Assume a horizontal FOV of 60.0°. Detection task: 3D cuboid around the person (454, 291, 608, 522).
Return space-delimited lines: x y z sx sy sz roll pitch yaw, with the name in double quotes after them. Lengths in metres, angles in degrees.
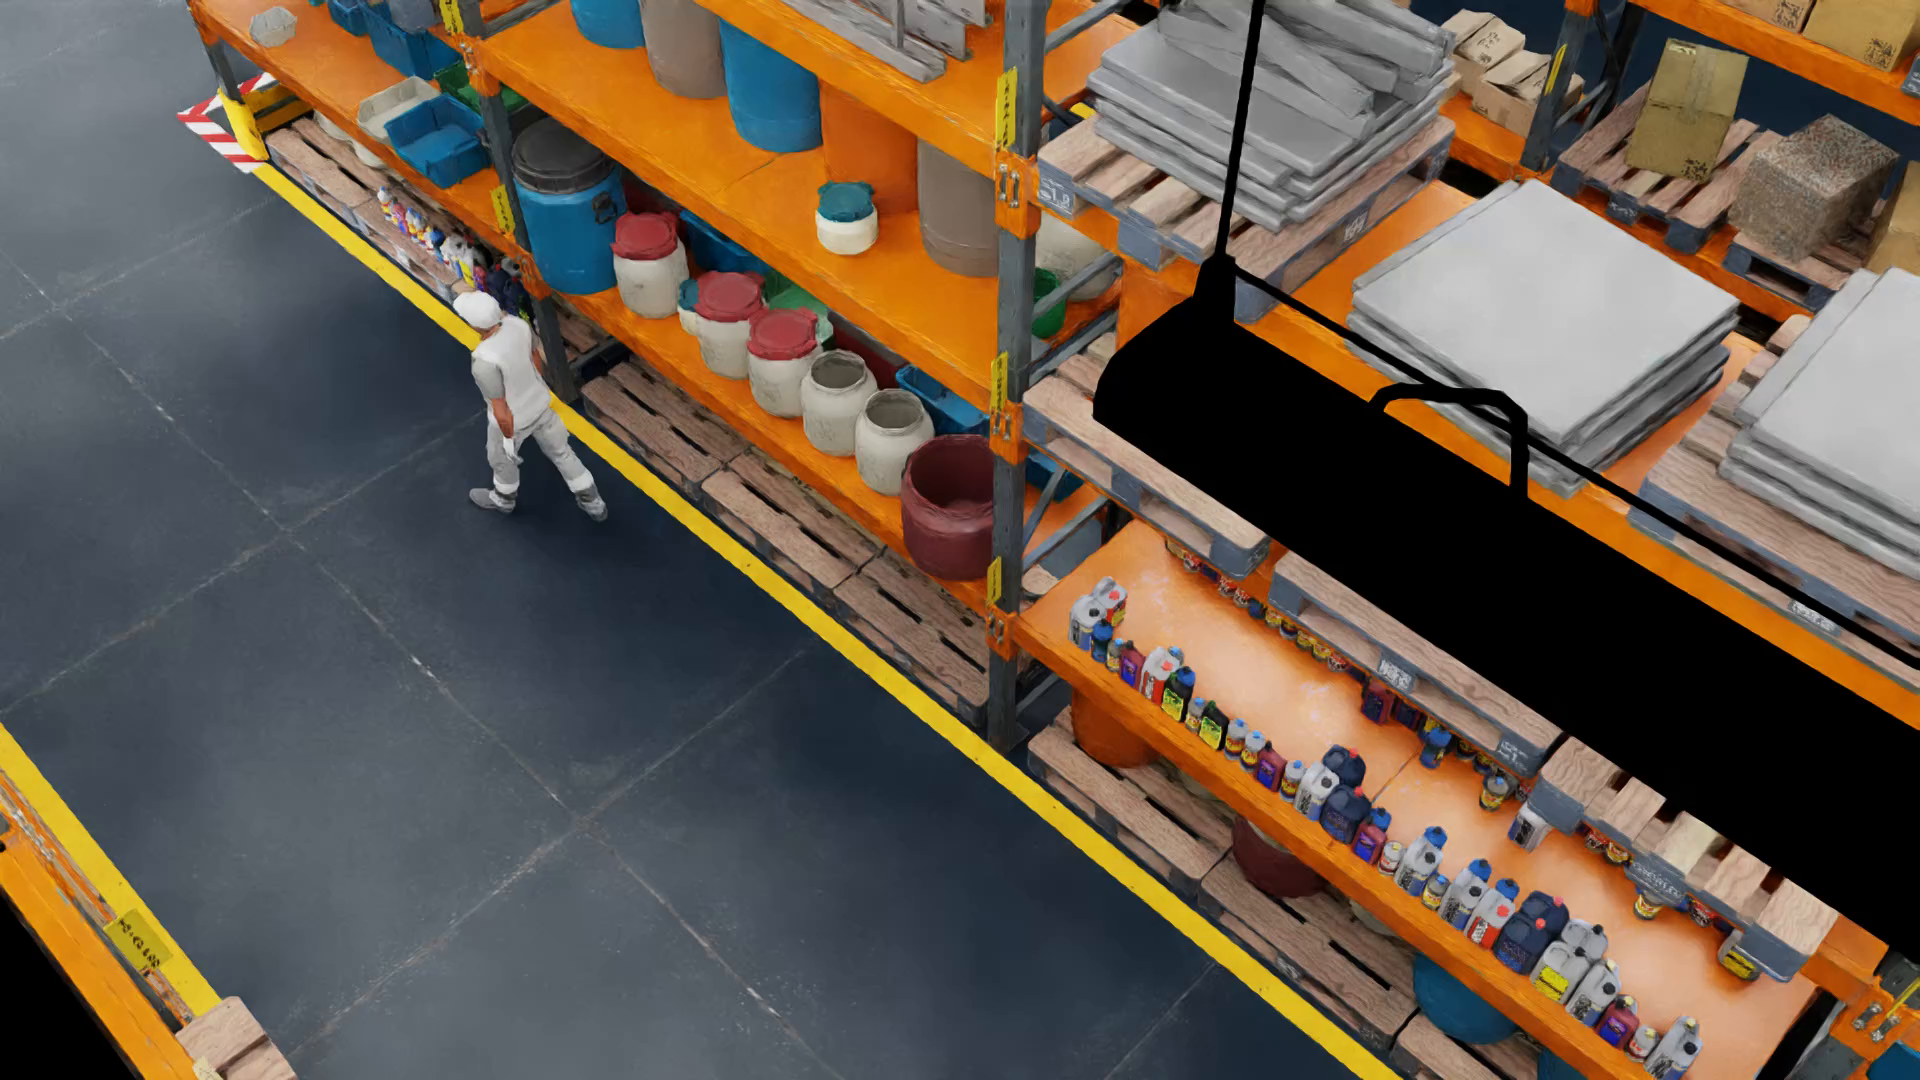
-2.640 -0.783 9.911 0.875 1.767 0.581 21 53 17 "person"
